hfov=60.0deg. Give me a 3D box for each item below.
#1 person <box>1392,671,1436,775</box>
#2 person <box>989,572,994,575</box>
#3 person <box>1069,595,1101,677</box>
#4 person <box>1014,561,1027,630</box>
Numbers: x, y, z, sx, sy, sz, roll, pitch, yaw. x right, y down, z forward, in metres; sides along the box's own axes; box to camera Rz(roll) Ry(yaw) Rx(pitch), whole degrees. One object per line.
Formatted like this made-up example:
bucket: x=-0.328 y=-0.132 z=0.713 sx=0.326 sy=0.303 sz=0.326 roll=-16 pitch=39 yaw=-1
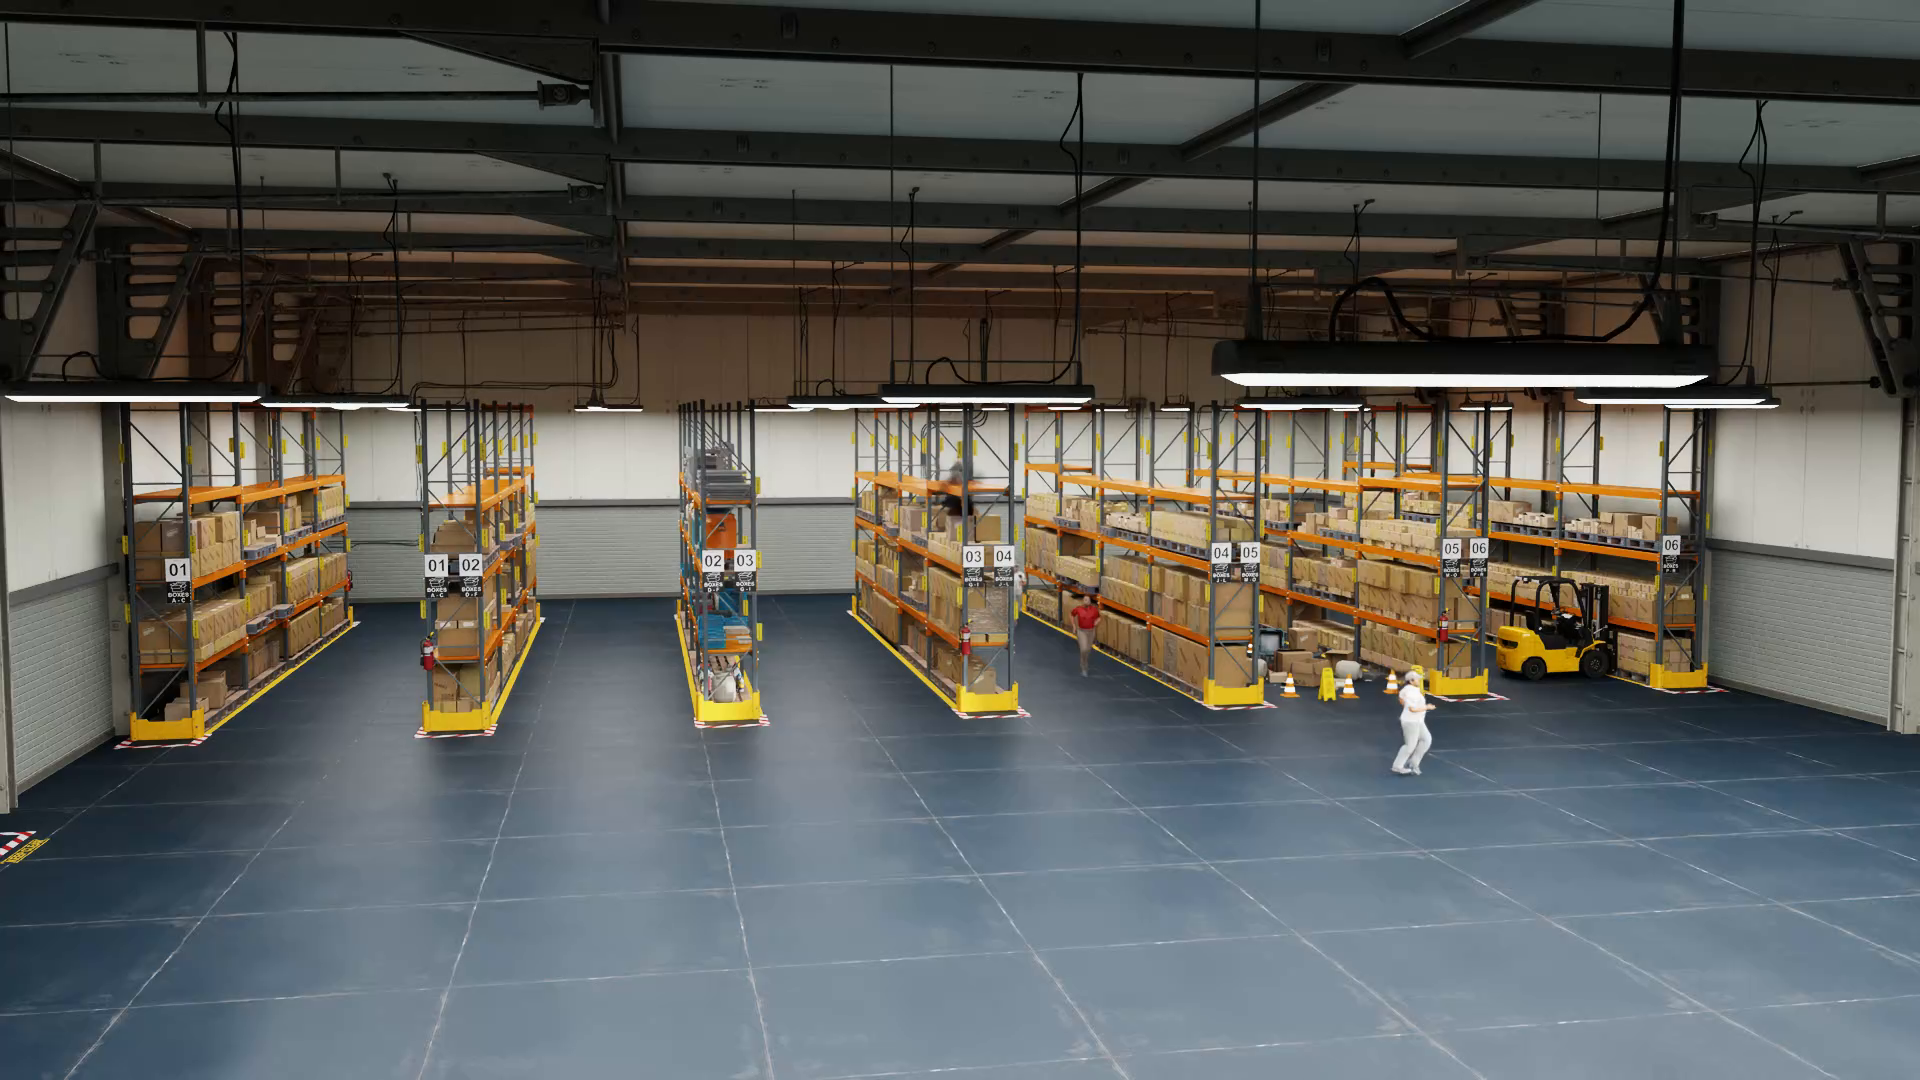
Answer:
person: x=7.196 y=2.918 z=26.339 sx=0.661 sy=1.695 sz=0.586 roll=2 pitch=5 yaw=20
person: x=0.737 y=1.280 z=48.892 sx=0.582 sy=1.541 sz=0.581 roll=3 pitch=5 yaw=35
person: x=2.791 y=2.107 z=36.691 sx=0.645 sy=1.789 sz=0.799 roll=-1 pitch=4 yaw=-16
person: x=1.473 y=1.478 z=44.610 sx=0.637 sy=1.851 sz=0.783 roll=-1 pitch=4 yaw=-15
